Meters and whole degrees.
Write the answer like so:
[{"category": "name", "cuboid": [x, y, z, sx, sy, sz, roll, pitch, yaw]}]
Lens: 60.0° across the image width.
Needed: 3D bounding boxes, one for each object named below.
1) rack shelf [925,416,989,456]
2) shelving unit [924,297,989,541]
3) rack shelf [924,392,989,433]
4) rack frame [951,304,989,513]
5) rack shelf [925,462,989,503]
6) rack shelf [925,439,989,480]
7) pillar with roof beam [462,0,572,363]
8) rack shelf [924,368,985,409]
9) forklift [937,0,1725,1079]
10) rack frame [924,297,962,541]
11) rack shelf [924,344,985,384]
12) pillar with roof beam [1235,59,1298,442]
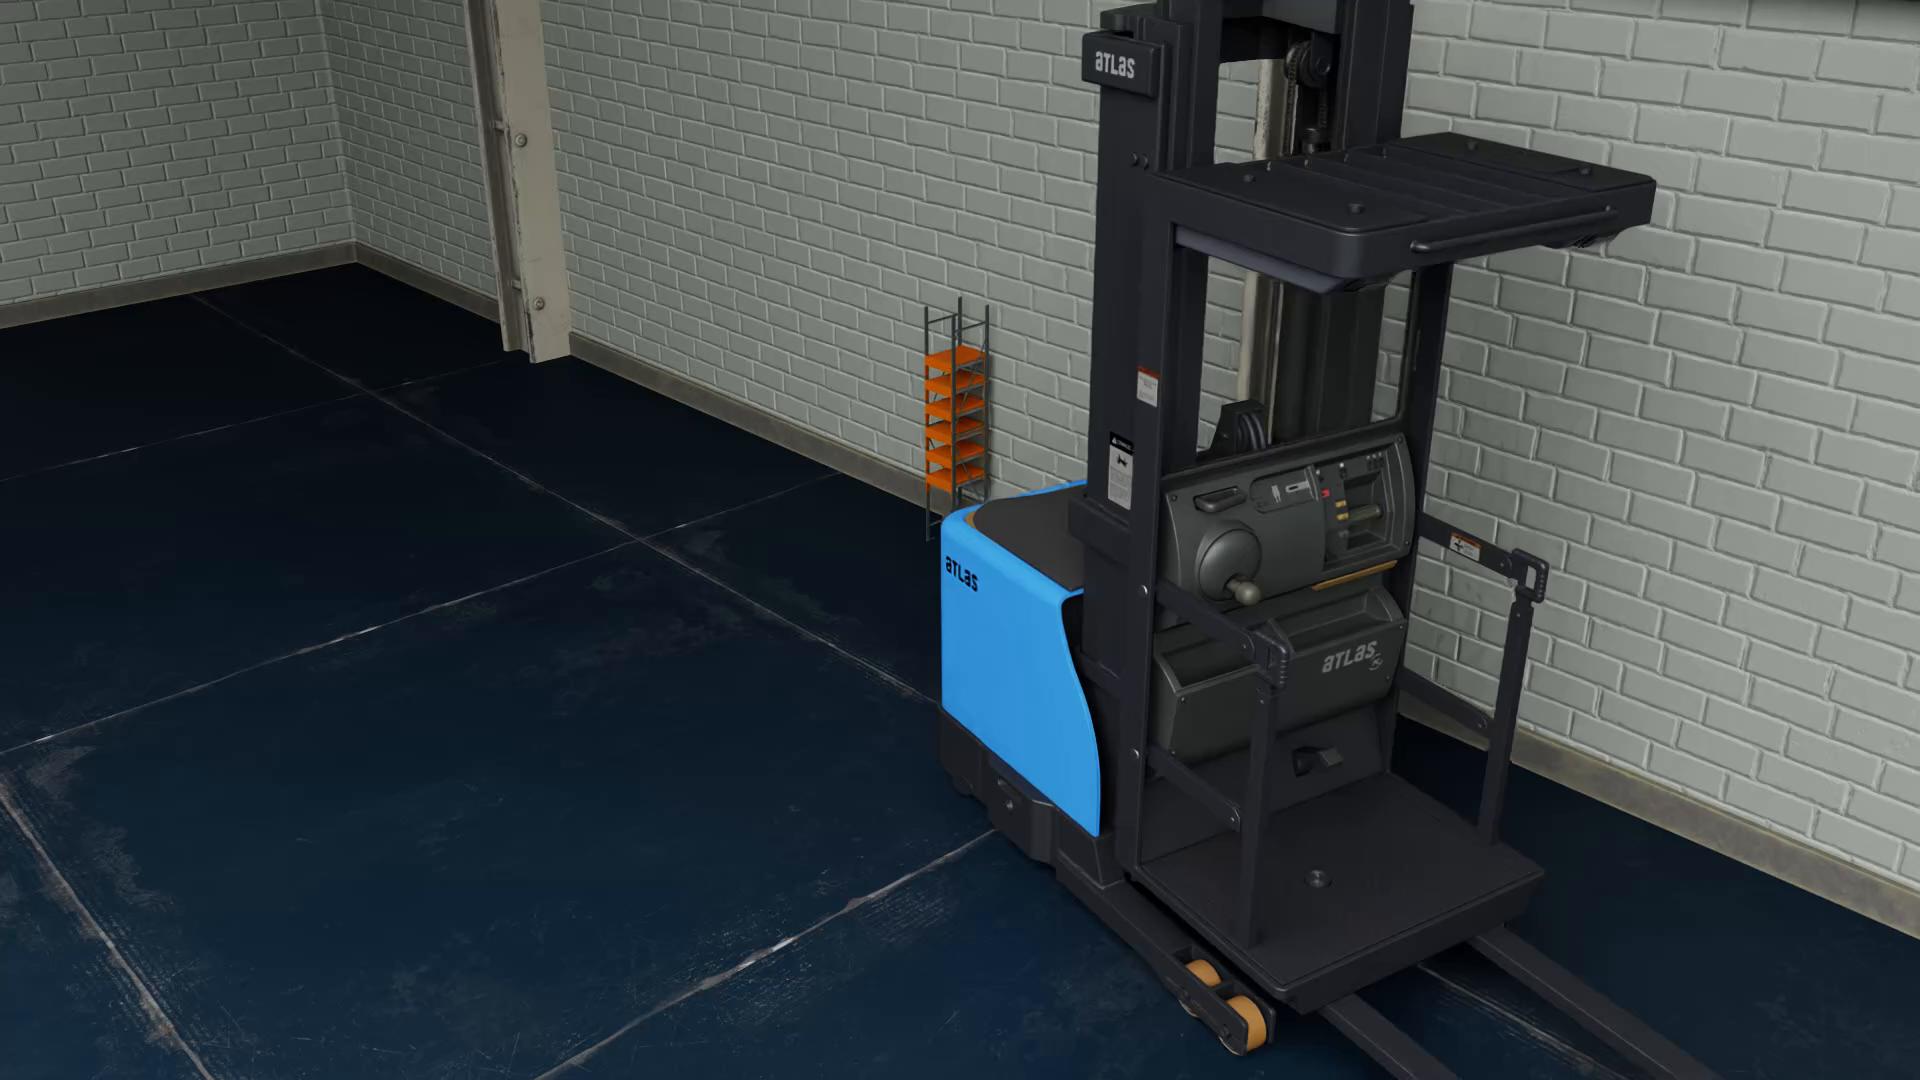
[{"category": "rack shelf", "cuboid": [-0.015, -0.507, 8.022, 0.258, 0.103, 0.180, -22, 32, -39]}, {"category": "shelving unit", "cuboid": [-0.015, -0.547, 8.003, 0.258, 1.200, 0.189, -22, 32, -39]}, {"category": "rack shelf", "cuboid": [-0.015, -0.616, 7.972, 0.258, 0.103, 0.180, -22, 32, -39]}, {"category": "rack frame", "cuboid": [0.049, -0.520, 7.944, 0.240, 1.200, 0.006, -22, 32, -39]}, {"category": "rack shelf", "cuboid": [-0.015, -0.288, 8.121, 0.258, 0.103, 0.180, -22, 32, -39]}, {"category": "rack shelf", "cuboid": [-0.015, -0.397, 8.072, 0.258, 0.103, 0.180, -22, 32, -39]}, {"category": "pillar with roof beam", "cuboid": [-5.921, -4.117, 6.433, 9.100, 9.000, 0.400, -21, 32, -38]}, {"category": "rack shelf", "cuboid": [-0.015, -0.725, 7.922, 0.258, 0.103, 0.180, -22, 32, -39]}, {"category": "forklift", "cuboid": [1.109, -0.035, 4.796, 1.130, 2.935, 3.031, -14, 28, -28]}, {"category": "rack frame", "cuboid": [-0.079, -0.574, 8.063, 0.240, 1.200, 0.006, -22, 32, -39]}, {"category": "rack shelf", "cuboid": [-0.015, -0.834, 7.872, 0.258, 0.103, 0.180, -22, 32, -39]}, {"category": "pillar with roof beam", "cuboid": [-1.820, -2.300, 2.449, 9.100, 9.000, 0.400, -21, 32, -38]}]
